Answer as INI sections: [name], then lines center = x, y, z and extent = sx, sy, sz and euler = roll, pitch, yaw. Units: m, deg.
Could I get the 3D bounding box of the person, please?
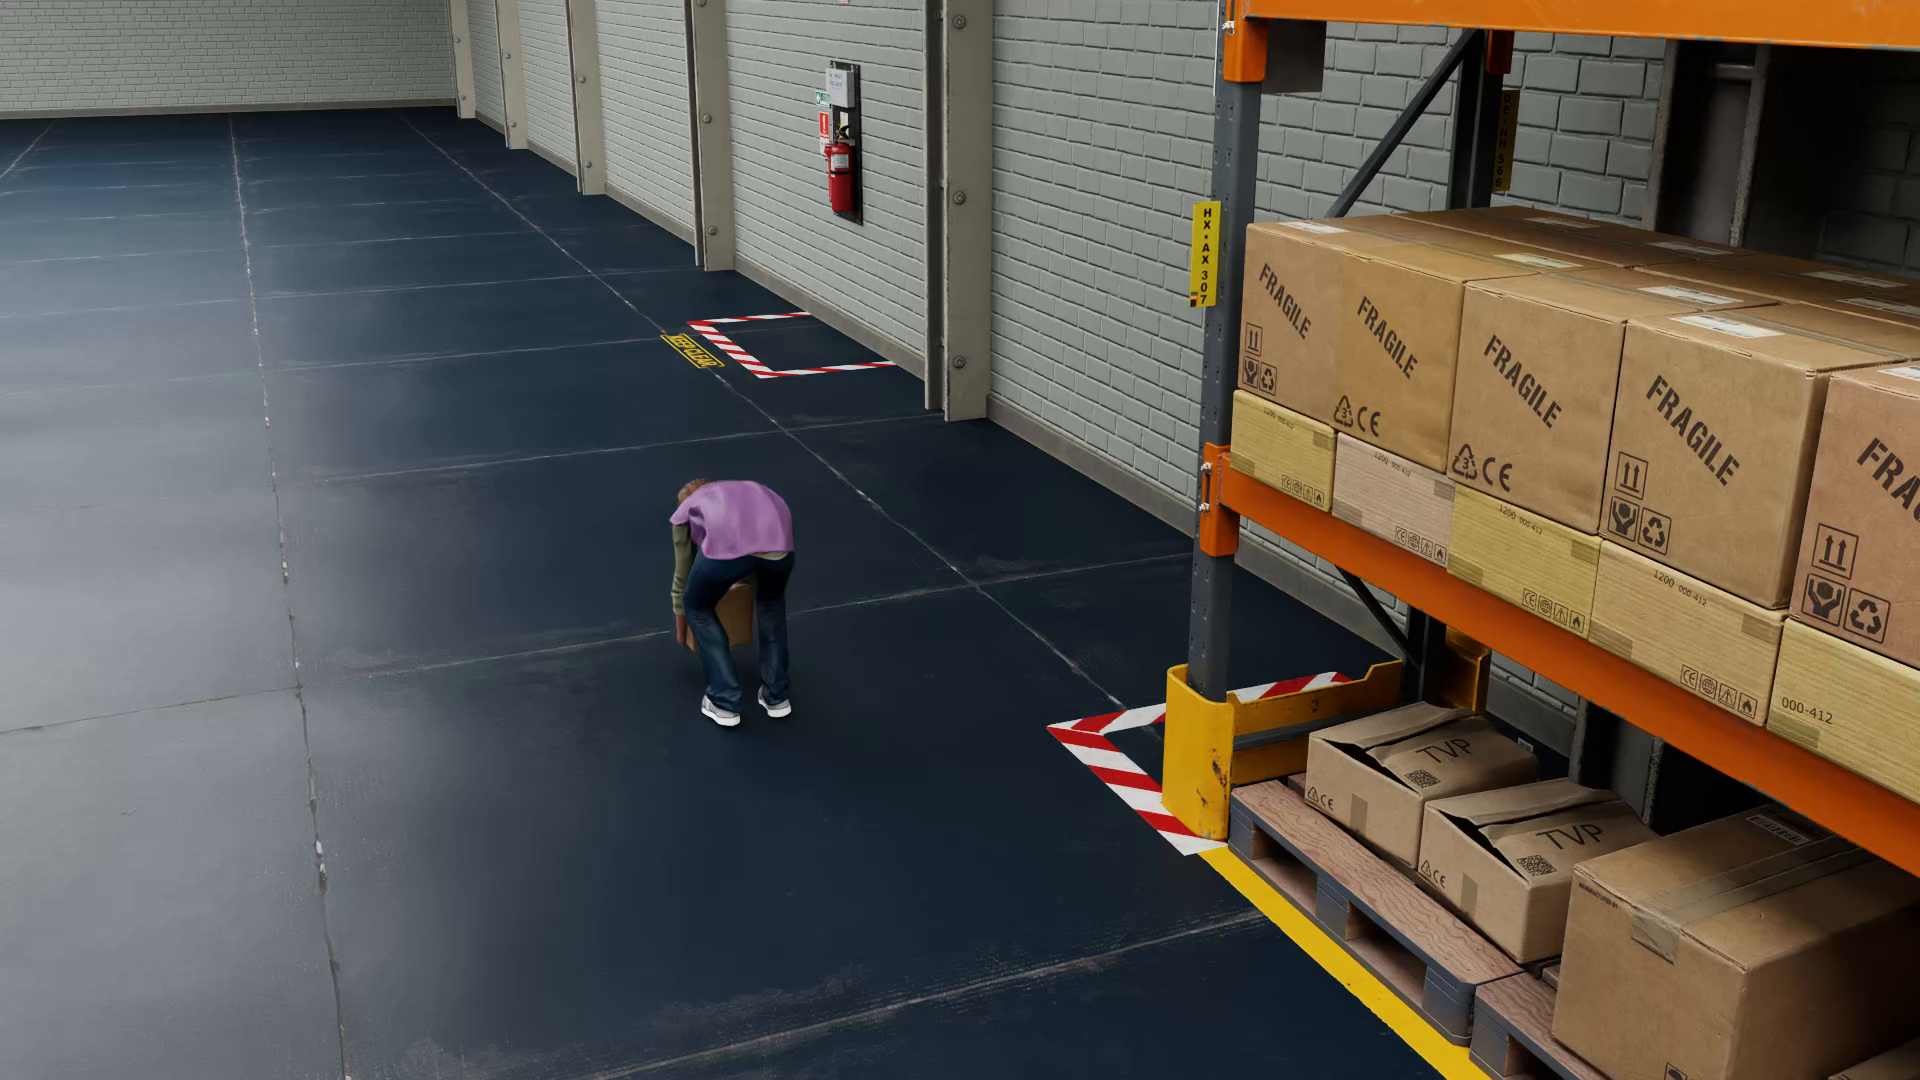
[person]
center = -0.911, 0.184, 6.541
extent = 0.410, 0.948, 0.866
euler = -9, 21, -24
